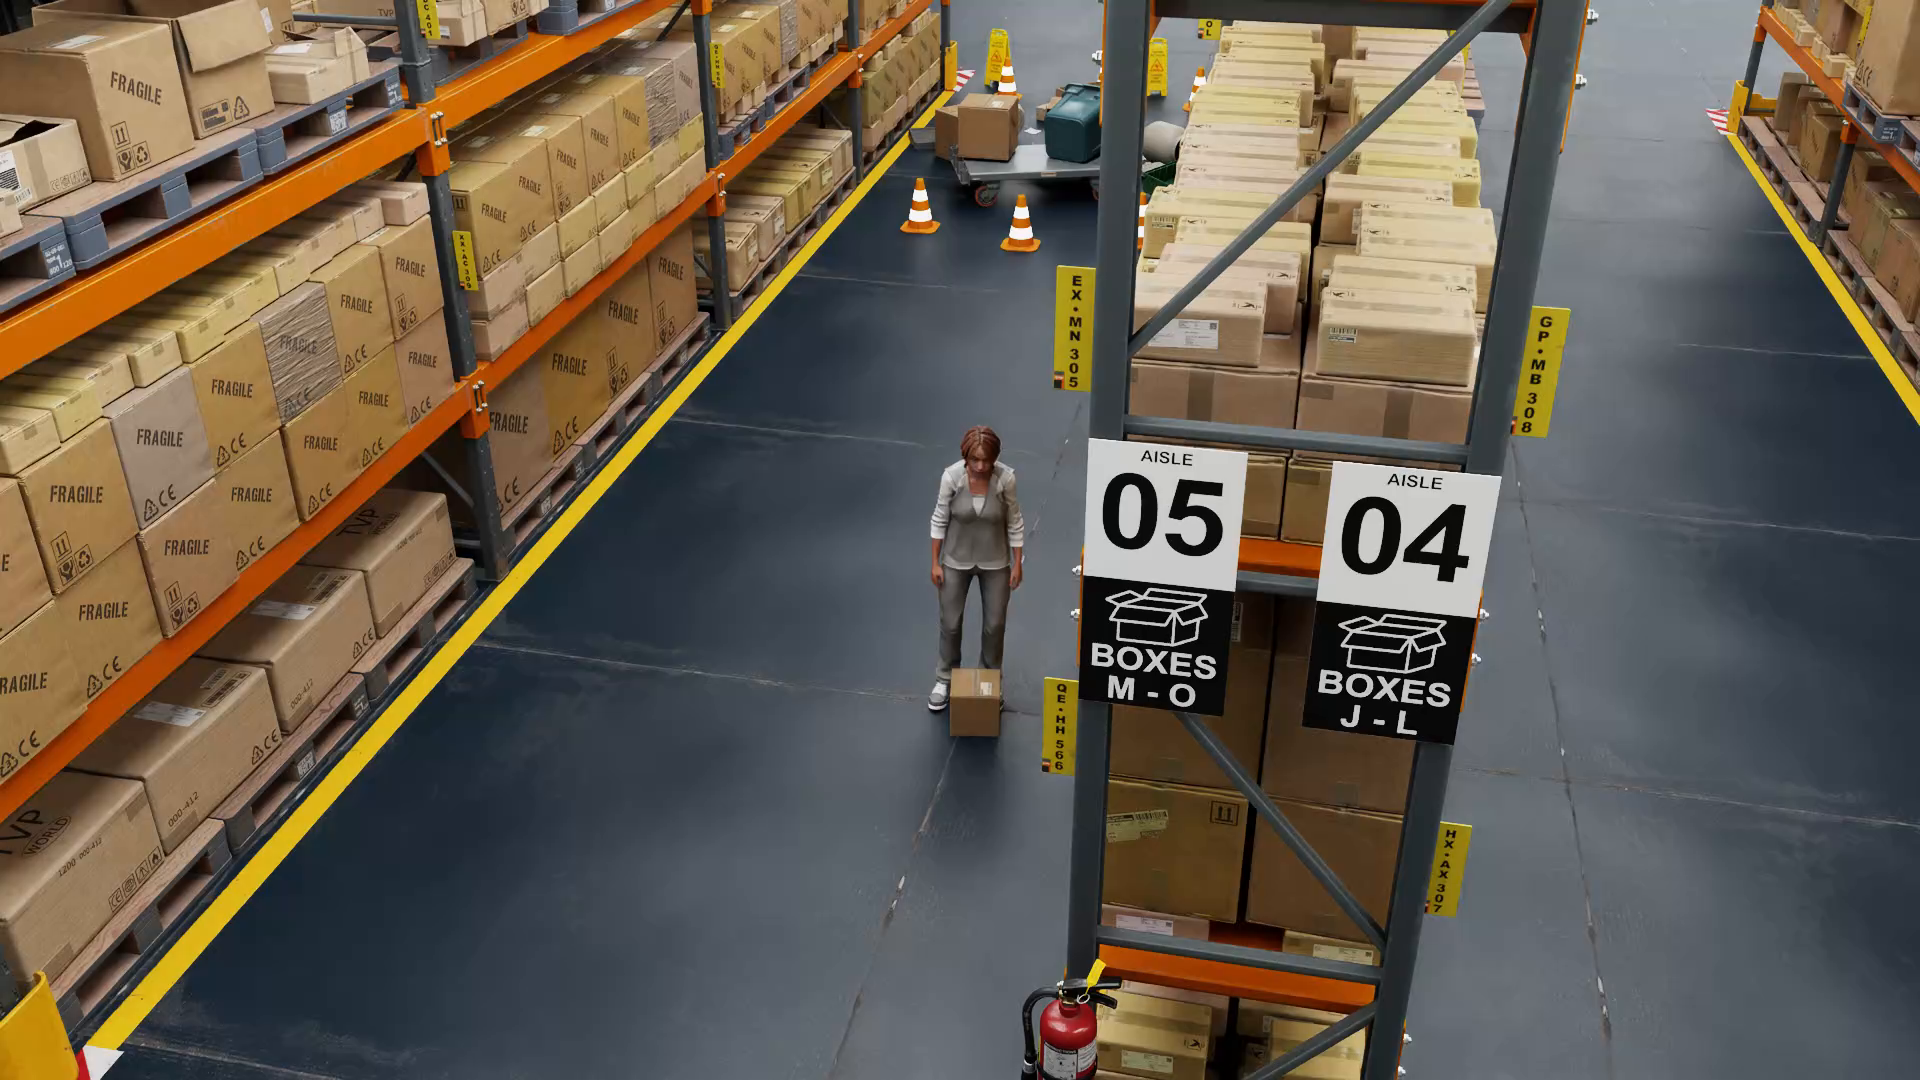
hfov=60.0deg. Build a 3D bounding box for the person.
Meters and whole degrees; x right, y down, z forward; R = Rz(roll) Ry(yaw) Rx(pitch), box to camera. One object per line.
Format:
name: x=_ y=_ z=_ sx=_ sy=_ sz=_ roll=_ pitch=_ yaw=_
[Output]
person: x=0.079 y=0.130 z=8.383 sx=0.484 sy=1.594 sz=0.341 roll=1 pitch=29 yaw=1
